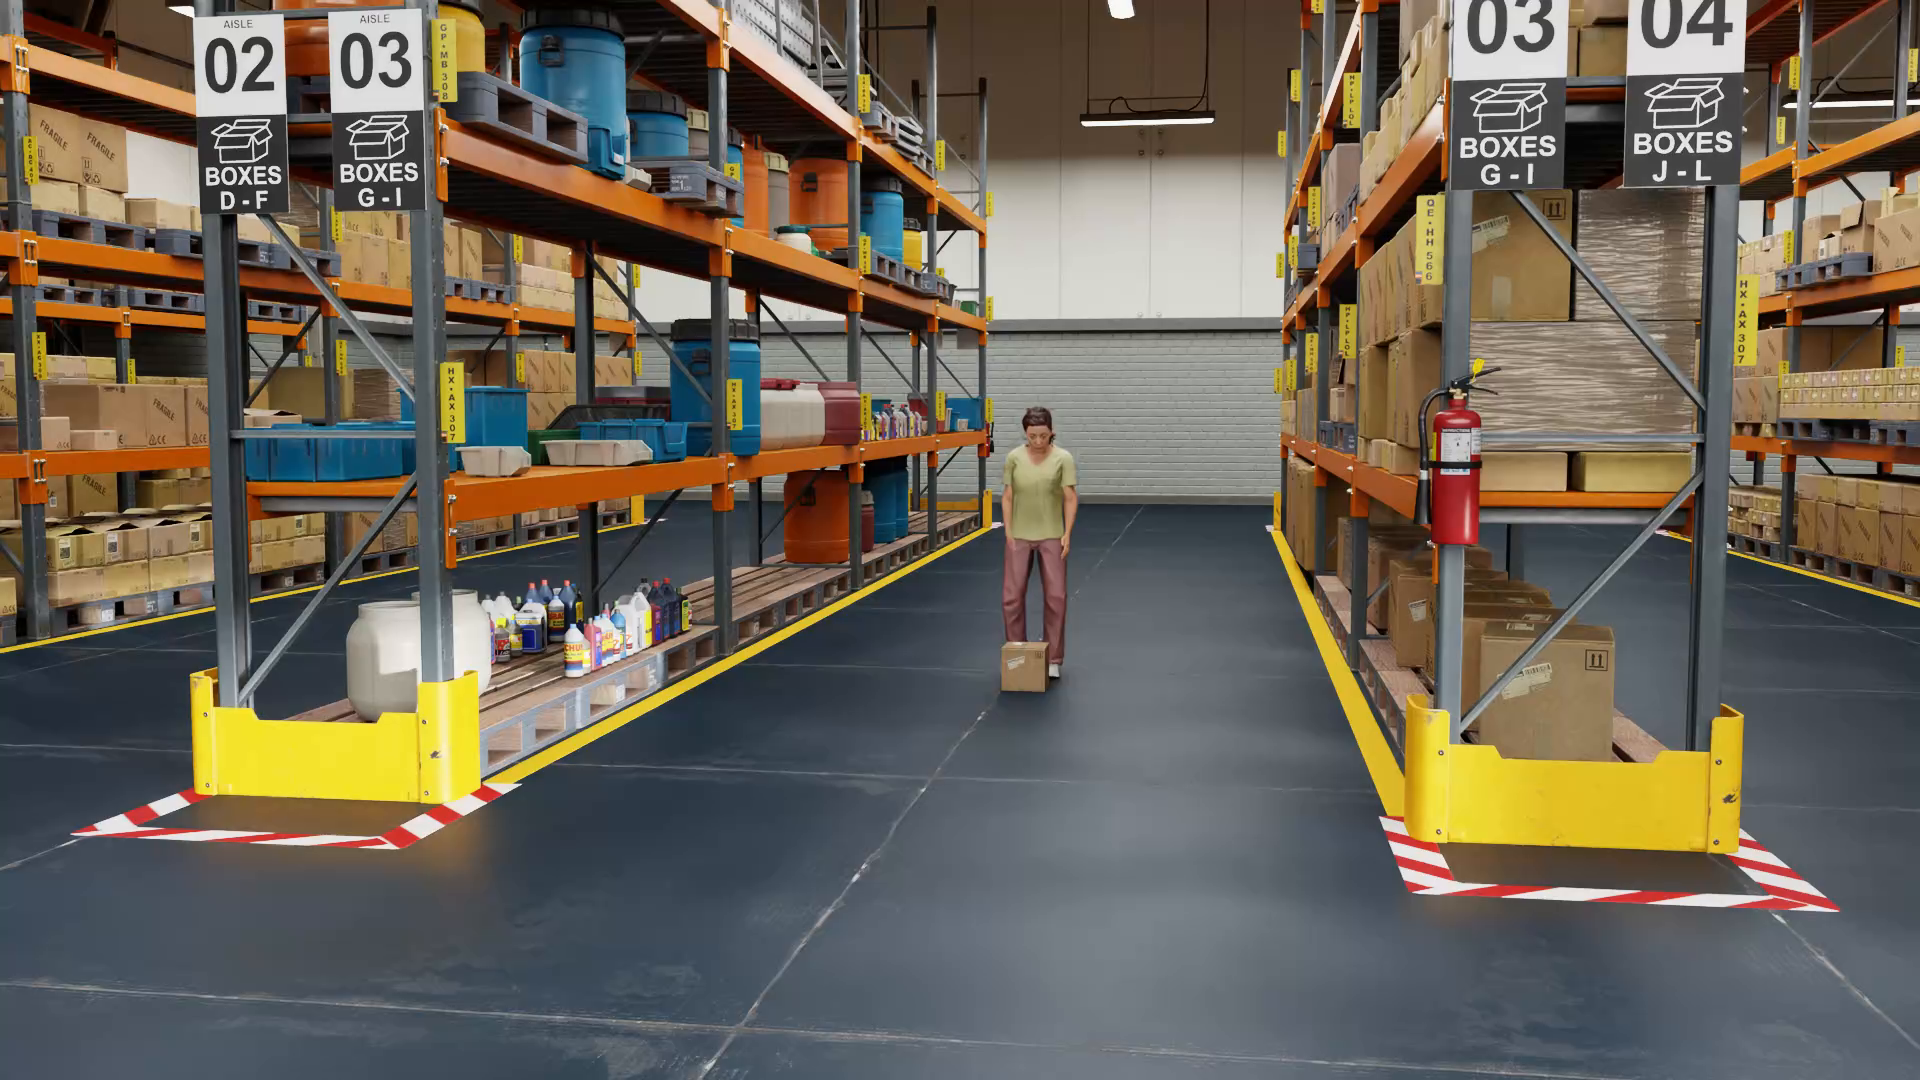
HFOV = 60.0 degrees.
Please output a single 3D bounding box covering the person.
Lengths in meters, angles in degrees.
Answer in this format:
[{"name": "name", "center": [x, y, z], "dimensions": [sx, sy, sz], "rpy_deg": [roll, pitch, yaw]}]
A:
[{"name": "person", "center": [0.476, 0.010, 10.031], "dimensions": [0.467, 1.637, 0.370], "rpy_deg": [1, 5, 10]}]
